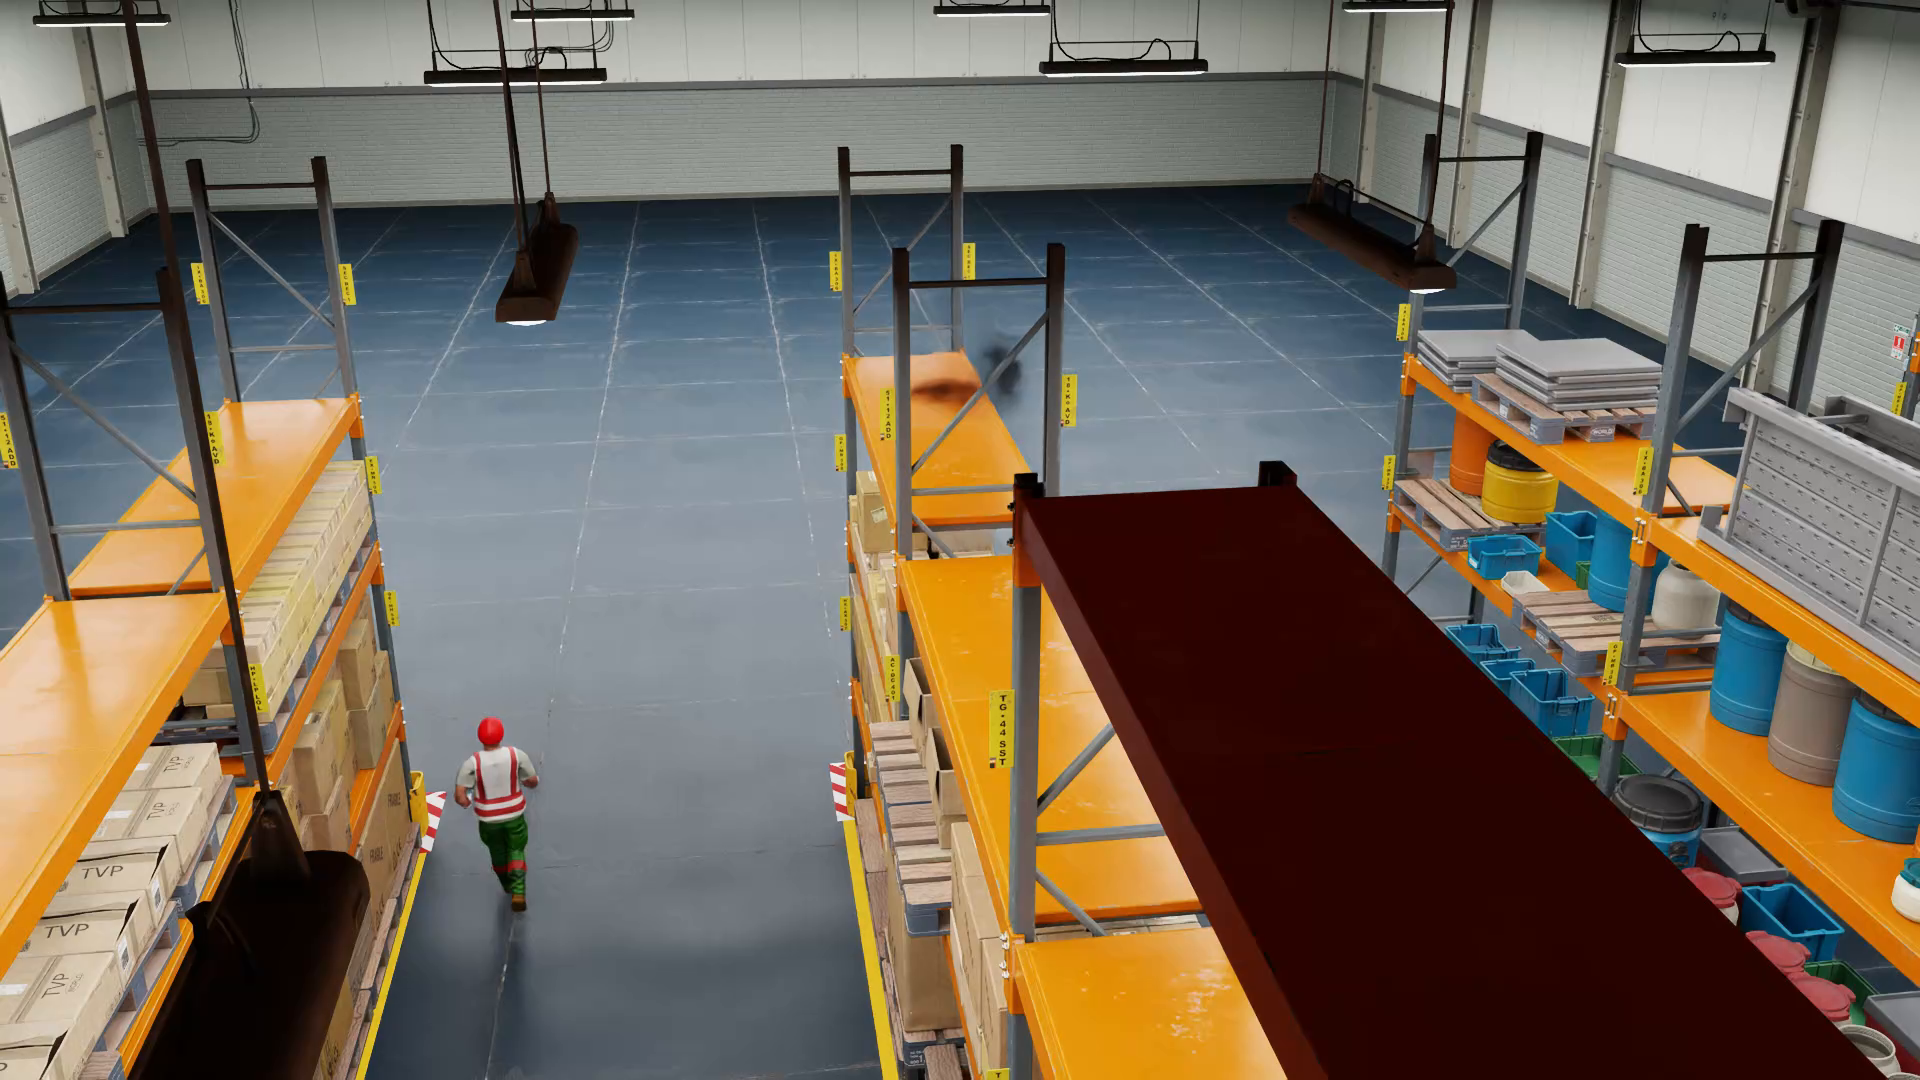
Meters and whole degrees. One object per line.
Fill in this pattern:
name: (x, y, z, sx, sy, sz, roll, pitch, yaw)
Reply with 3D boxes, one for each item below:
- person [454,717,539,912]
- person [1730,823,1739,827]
person: (-3.752, 2.234, 13.555, 0.658, 1.768, 0.971, -7, 23, -16)
person: (6.398, 2.382, 13.243, 0.678, 1.743, 0.992, -3, 22, -8)
